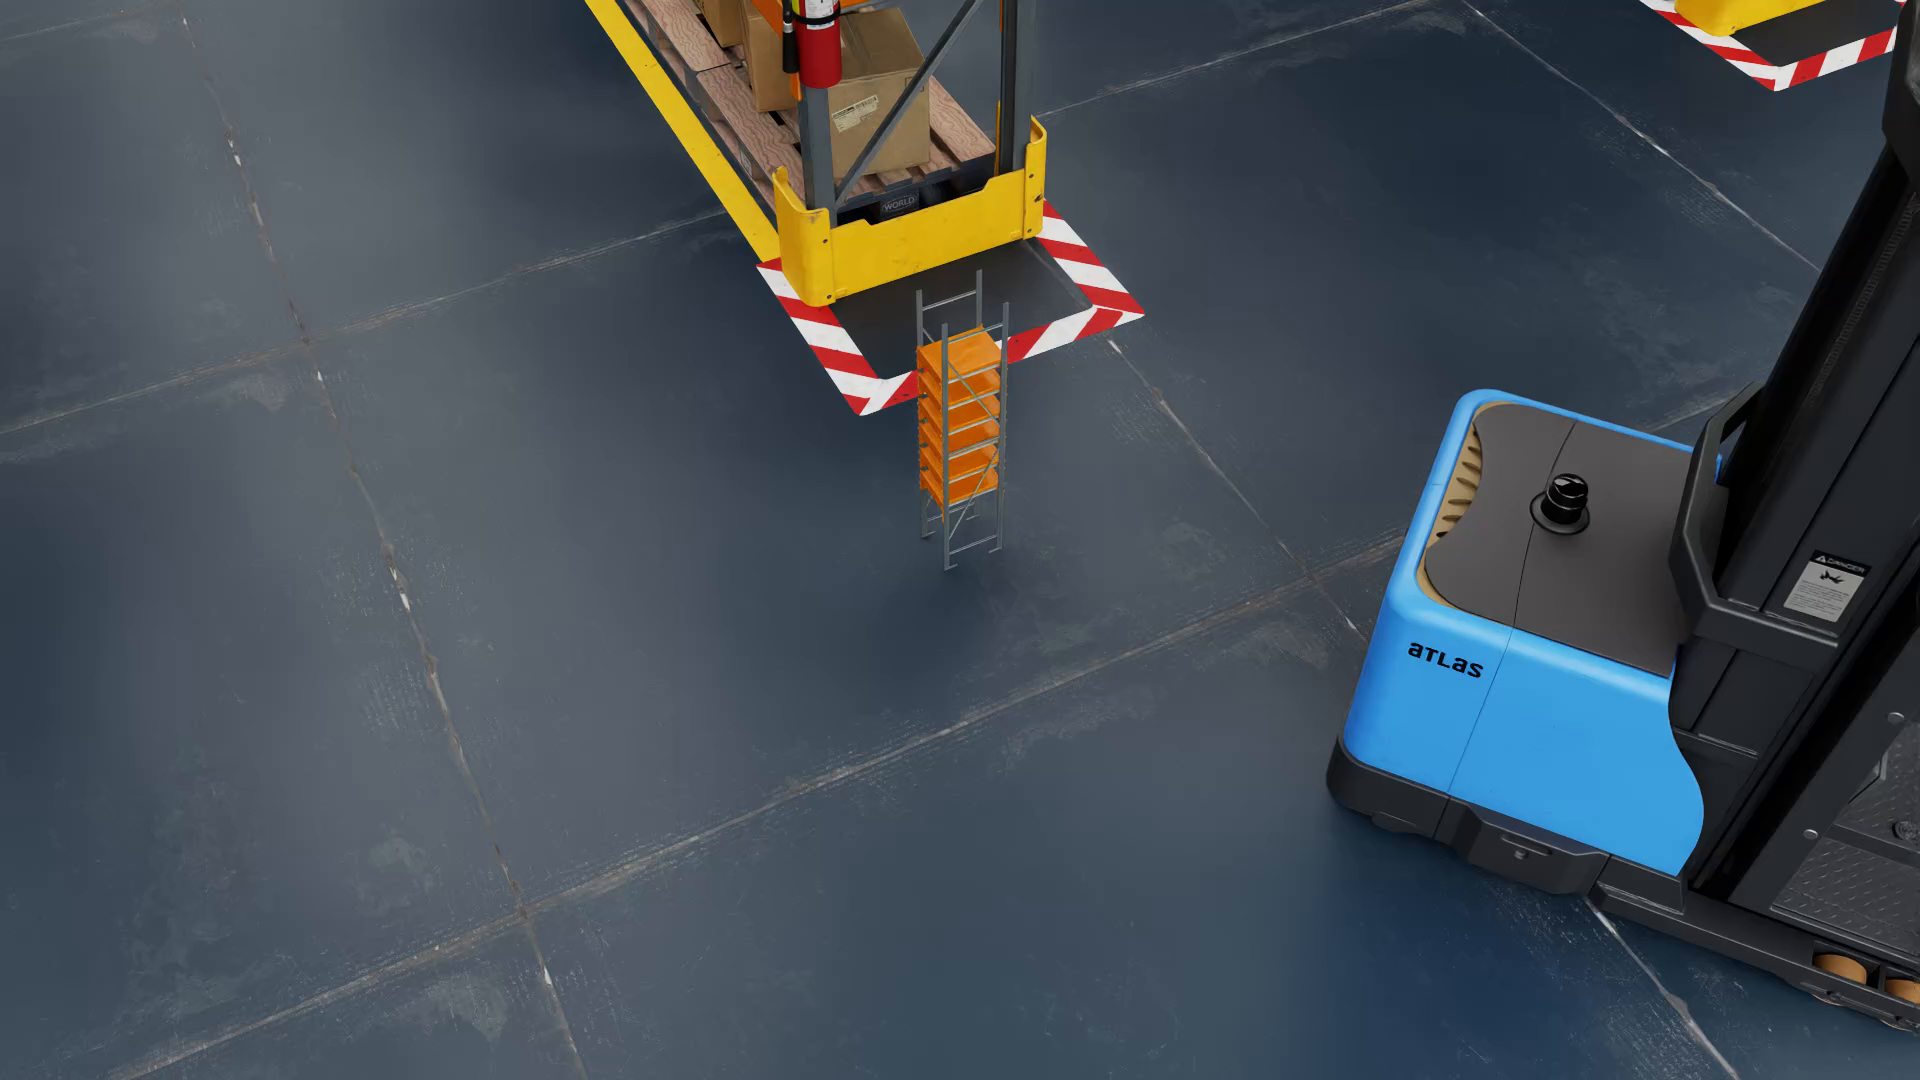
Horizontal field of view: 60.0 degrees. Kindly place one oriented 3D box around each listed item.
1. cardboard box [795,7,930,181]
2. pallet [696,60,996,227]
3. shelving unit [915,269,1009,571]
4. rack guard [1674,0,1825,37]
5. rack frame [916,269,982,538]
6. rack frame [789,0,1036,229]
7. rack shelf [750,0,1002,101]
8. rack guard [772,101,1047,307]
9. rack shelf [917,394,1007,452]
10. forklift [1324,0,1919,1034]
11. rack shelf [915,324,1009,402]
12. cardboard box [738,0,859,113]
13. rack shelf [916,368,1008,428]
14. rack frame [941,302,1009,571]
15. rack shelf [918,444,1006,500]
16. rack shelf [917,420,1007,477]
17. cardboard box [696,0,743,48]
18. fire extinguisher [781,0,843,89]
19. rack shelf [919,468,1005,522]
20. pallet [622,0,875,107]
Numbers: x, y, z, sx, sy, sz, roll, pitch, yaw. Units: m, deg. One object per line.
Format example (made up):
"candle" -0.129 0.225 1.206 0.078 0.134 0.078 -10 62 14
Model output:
"cardboard box" -0.441 -1.973 7.364 0.500 0.500 0.500 -13 50 -11
"pallet" -0.545 -1.923 7.791 1.003 0.211 1.213 -21 52 -18
"shelving unit" 0.007 -0.385 5.790 0.258 1.200 0.189 -21 52 -18
"rack guard" 4.297 -3.036 8.573 1.175 0.500 0.348 -21 52 -18
"rack frame" -0.035 -0.447 5.843 0.240 1.200 0.006 -21 52 -18
"rack frame" -0.170 -2.234 6.211 1.000 3.000 0.127 -21 52 -18
"rack shelf" -1.085 -3.336 7.653 1.077 0.370 4.000 -21 52 -18
"rack guard" -0.205 -1.462 7.196 1.175 0.500 0.348 -21 52 -18
"rack shelf" 0.007 -0.435 5.733 0.258 0.103 0.180 -21 52 -18
"forklift" 2.755 0.035 4.272 3.031 2.935 1.130 19 52 16
"rack shelf" 0.007 -0.593 5.552 0.258 0.103 0.180 -21 52 -18
"cardboard box" -0.745 -2.361 7.704 0.500 0.500 0.500 -9 49 -8
"rack shelf" 0.007 -0.514 5.643 0.258 0.103 0.180 -21 52 -18
"rack frame" 0.049 -0.324 5.736 0.240 1.200 0.006 -21 52 -18
"rack shelf" 0.007 -0.277 5.914 0.258 0.103 0.180 -21 52 -18
"rack shelf" 0.007 -0.356 5.823 0.258 0.103 0.180 -21 52 -18
"cardboard box" -1.015 -2.787 8.076 0.500 0.500 0.500 -17 51 -14
"fire extinguisher" -0.527 -1.973 6.034 0.296 0.674 0.183 -21 52 -18
"rack shelf" 0.007 -0.198 6.004 0.258 0.103 0.180 -21 52 -18
"pallet" -1.099 -2.738 8.505 1.003 0.211 1.213 -21 52 -18
